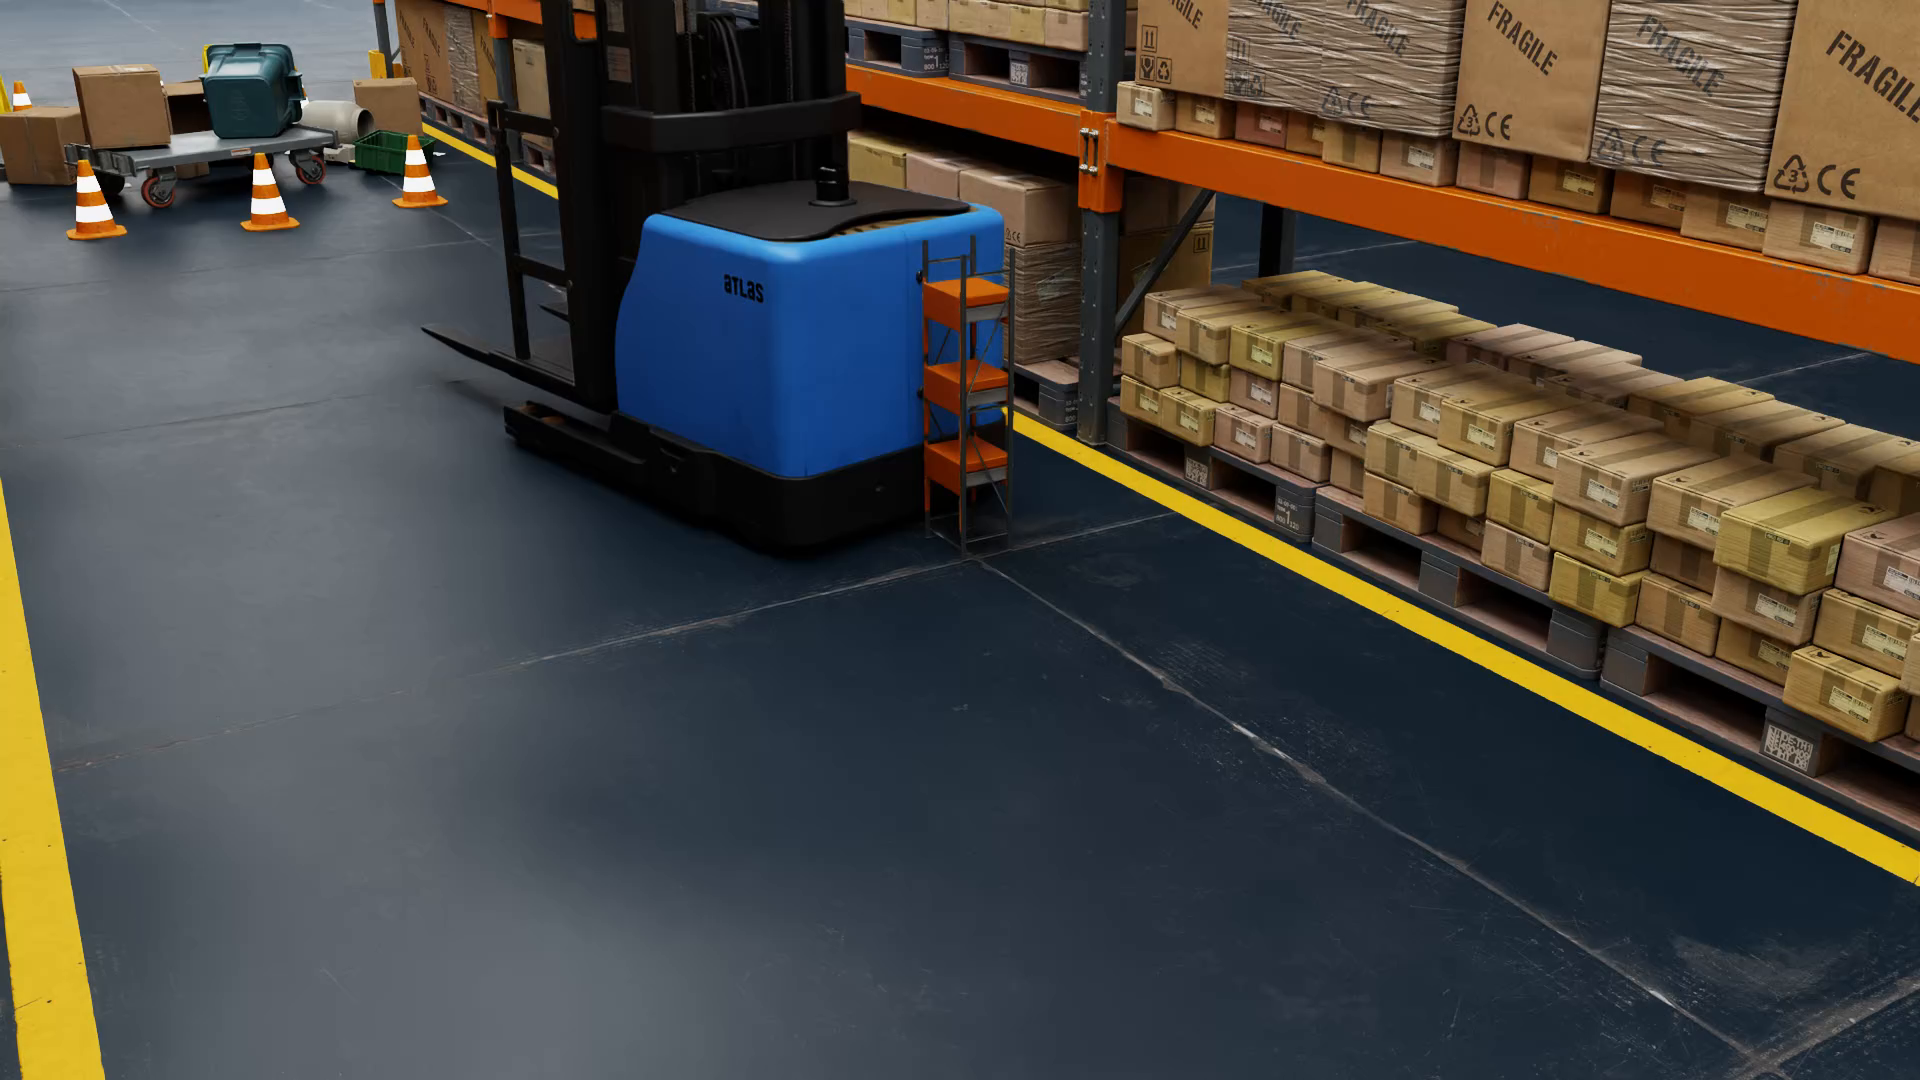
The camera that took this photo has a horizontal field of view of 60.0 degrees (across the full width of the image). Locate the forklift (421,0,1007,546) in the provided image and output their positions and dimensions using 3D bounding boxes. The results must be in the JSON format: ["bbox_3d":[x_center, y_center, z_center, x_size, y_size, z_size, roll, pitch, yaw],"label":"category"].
[{"bbox_3d":[-1.201,-1.804,6.357,1.130,2.935,3.031,-19,29,-39],"label":"forklift"}]

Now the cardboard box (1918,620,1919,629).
[{"bbox_3d":[2.492,0.148,3.901,0.380,0.149,0.250,-12,25,-28],"label":"cardboard box"}]

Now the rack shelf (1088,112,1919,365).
[{"bbox_3d":[1.959,-0.894,4.982,1.077,0.370,4.000,-13,25,-28],"label":"rack shelf"}]

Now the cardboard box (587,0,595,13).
[{"bbox_3d":[-2.076,-3.633,10.634,0.500,0.500,0.500,-13,26,-29],"label":"cardboard box"}]

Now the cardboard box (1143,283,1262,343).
[{"bbox_3d":[0.935,-0.872,6.413,0.380,0.149,0.250,-11,25,-26],"label":"cardboard box"}]

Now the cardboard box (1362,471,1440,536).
[{"bbox_3d":[1.545,-0.156,5.441,0.380,0.149,0.250,-13,26,-30],"label":"cardboard box"}]

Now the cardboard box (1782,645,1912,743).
[{"bbox_3d":[2.314,0.353,4.189,0.380,0.149,0.250,-12,25,-27],"label":"cardboard box"}]

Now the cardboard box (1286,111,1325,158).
[{"bbox_3d":[1.311,-1.369,5.529,0.380,0.149,0.250,-14,26,-31],"label":"cardboard box"}]

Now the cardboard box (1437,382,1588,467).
[{"bbox_3d":[1.711,-0.362,5.156,0.380,0.149,0.250,-12,25,-28],"label":"cardboard box"}]

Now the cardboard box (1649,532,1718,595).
[{"bbox_3d":[2.150,0.018,4.616,0.380,0.149,0.250,-13,25,-29],"label":"cardboard box"}]

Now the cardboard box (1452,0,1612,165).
[{"bbox_3d":[1.758,-1.353,4.629,0.500,0.500,0.500,-11,25,-26],"label":"cardboard box"}]

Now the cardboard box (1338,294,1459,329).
[{"bbox_3d":[1.640,-0.804,6.245,0.380,0.149,0.250,-13,25,-29],"label":"cardboard box"}]

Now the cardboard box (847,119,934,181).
[{"bbox_3d":[-0.461,-1.957,8.408,0.500,0.250,0.500,-12,25,-28],"label":"cardboard box"}]

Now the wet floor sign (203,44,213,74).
[{"bbox_3d":[-6.910,-4.297,15.526,0.267,0.644,0.232,-18,28,-37],"label":"wet floor sign"}]

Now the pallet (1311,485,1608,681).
[{"bbox_3d":[1.938,0.023,5.473,1.003,0.211,1.213,-13,25,-28],"label":"pallet"}]

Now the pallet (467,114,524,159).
[{"bbox_3d":[-3.471,-3.433,13.978,1.003,0.211,1.213,-13,25,-28],"label":"pallet"}]

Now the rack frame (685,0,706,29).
[{"bbox_3d":[-1.106,-3.169,9.625,1.000,3.000,0.127,-13,25,-28],"label":"rack frame"}]

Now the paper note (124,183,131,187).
[{"bbox_3d":[-6.157,-2.603,12.176,0.148,0.019,0.142,-13,25,-28],"label":"paper note"}]

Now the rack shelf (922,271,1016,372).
[{"bbox_3d":[0.027,-0.722,5.468,0.215,0.259,0.240,-13,25,-28],"label":"rack shelf"}]

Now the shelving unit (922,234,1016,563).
[{"bbox_3d":[0.027,-0.469,5.571,0.215,1.050,0.252,-13,25,-28],"label":"shelving unit"}]

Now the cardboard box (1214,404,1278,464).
[{"bbox_3d":[1.154,-0.412,6.070,0.380,0.149,0.250,-13,25,-28],"label":"cardboard box"}]

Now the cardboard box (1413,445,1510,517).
[{"bbox_3d":[1.643,-0.210,5.179,0.380,0.149,0.250,-12,25,-28],"label":"cardboard box"}]

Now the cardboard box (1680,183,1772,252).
[{"bbox_3d":[2.075,-0.849,4.251,0.380,0.149,0.250,-14,26,-31],"label":"cardboard box"}]

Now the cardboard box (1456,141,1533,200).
[{"bbox_3d":[1.692,-1.109,4.889,0.380,0.149,0.250,-12,25,-26],"label":"cardboard box"}]

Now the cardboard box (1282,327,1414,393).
[{"bbox_3d":[1.349,-0.619,5.790,0.380,0.149,0.250,-13,26,-30],"label":"cardboard box"}]

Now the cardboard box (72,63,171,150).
[{"bbox_3d":[-5.838,-3.024,11.582,0.500,0.500,0.500,-13,25,-28],"label":"cardboard box"}]

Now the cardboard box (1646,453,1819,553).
[{"bbox_3d":[2.094,-0.099,4.511,0.380,0.149,0.250,-14,26,-30],"label":"cardboard box"}]

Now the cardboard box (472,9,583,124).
[{"bbox_3d":[-3.411,-3.891,13.666,0.875,0.875,0.875,-12,25,-27],"label":"cardboard box"}]

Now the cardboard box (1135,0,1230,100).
[{"bbox_3d":[0.973,-1.850,5.851,0.500,0.500,0.500,-13,26,-29],"label":"cardboard box"}]

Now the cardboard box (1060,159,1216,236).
[{"bbox_3d":[0.787,-1.548,7.403,0.500,0.250,0.500,-14,26,-31],"label":"cardboard box"}]

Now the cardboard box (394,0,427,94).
[{"bbox_3d":[-4.790,-4.762,15.808,0.875,0.875,0.875,-12,25,-28],"label":"cardboard box"}]

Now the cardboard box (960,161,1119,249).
[{"bbox_3d":[0.339,-1.451,7.163,0.500,0.250,0.500,-13,26,-30],"label":"cardboard box"}]

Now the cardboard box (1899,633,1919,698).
[{"bbox_3d":[2.465,0.293,3.941,0.380,0.149,0.250,-13,26,-30],"label":"cardboard box"}]

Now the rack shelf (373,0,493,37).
[{"bbox_3d":[-4.171,-4.778,14.539,1.077,0.370,4.000,-13,25,-28],"label":"rack shelf"}]

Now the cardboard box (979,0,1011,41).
[{"bbox_3d":[0.305,-2.208,7.036,0.380,0.149,0.250,-13,25,-28],"label":"cardboard box"}]

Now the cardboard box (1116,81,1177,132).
[{"bbox_3d":[0.800,-1.603,6.106,0.380,0.149,0.250,-12,25,-26],"label":"cardboard box"}]

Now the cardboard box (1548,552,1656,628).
[{"bbox_3d":[1.931,0.103,4.804,0.380,0.149,0.250,-14,26,-31],"label":"cardboard box"}]

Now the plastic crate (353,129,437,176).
[{"bbox_3d":[-4.365,-2.992,12.848,0.450,0.188,0.662,9,22,-4],"label":"plastic crate"}]

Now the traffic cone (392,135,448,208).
[{"bbox_3d":[-3.763,-2.564,11.506,0.336,0.463,0.334,-13,25,-28],"label":"traffic cone"}]

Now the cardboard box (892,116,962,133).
[{"bbox_3d":[-0.018,-2.053,8.645,0.500,0.250,0.500,-12,25,-27],"label":"cardboard box"}]

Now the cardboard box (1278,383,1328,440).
[{"bbox_3d":[1.344,-0.483,5.848,0.380,0.149,0.250,-14,26,-31],"label":"cardboard box"}]

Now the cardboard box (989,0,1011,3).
[{"bbox_3d":[0.304,-2.347,6.983,0.380,0.149,0.250,-11,25,-26],"label":"cardboard box"}]

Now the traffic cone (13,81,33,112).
[{"bbox_3d":[-8.068,-3.708,14.319,0.336,0.463,0.334,-13,25,-28],"label":"traffic cone"}]

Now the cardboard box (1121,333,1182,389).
[{"bbox_3d":[0.847,-0.707,6.401,0.380,0.149,0.250,-11,25,-26],"label":"cardboard box"}]

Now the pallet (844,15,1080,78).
[{"bbox_3d":[-0.060,-2.447,8.104,1.003,0.211,1.213,-13,25,-28],"label":"pallet"}]

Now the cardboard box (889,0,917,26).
[{"bbox_3d":[-0.104,-2.464,7.666,0.380,0.149,0.250,-11,25,-26],"label":"cardboard box"}]

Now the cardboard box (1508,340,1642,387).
[{"bbox_3d":[2.072,-0.551,5.621,0.380,0.149,0.250,-14,26,-30],"label":"cardboard box"}]

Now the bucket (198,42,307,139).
[{"bbox_3d":[-5.201,-3.252,12.158,0.726,0.611,0.620,-4,32,-10],"label":"bucket"}]

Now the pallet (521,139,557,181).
[{"bbox_3d":[-2.691,-2.937,12.757,1.003,0.211,1.213,-13,25,-28],"label":"pallet"}]

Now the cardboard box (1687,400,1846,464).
[{"bbox_3d":[2.411,-0.292,4.985,0.380,0.149,0.250,-12,25,-26],"label":"cardboard box"}]
